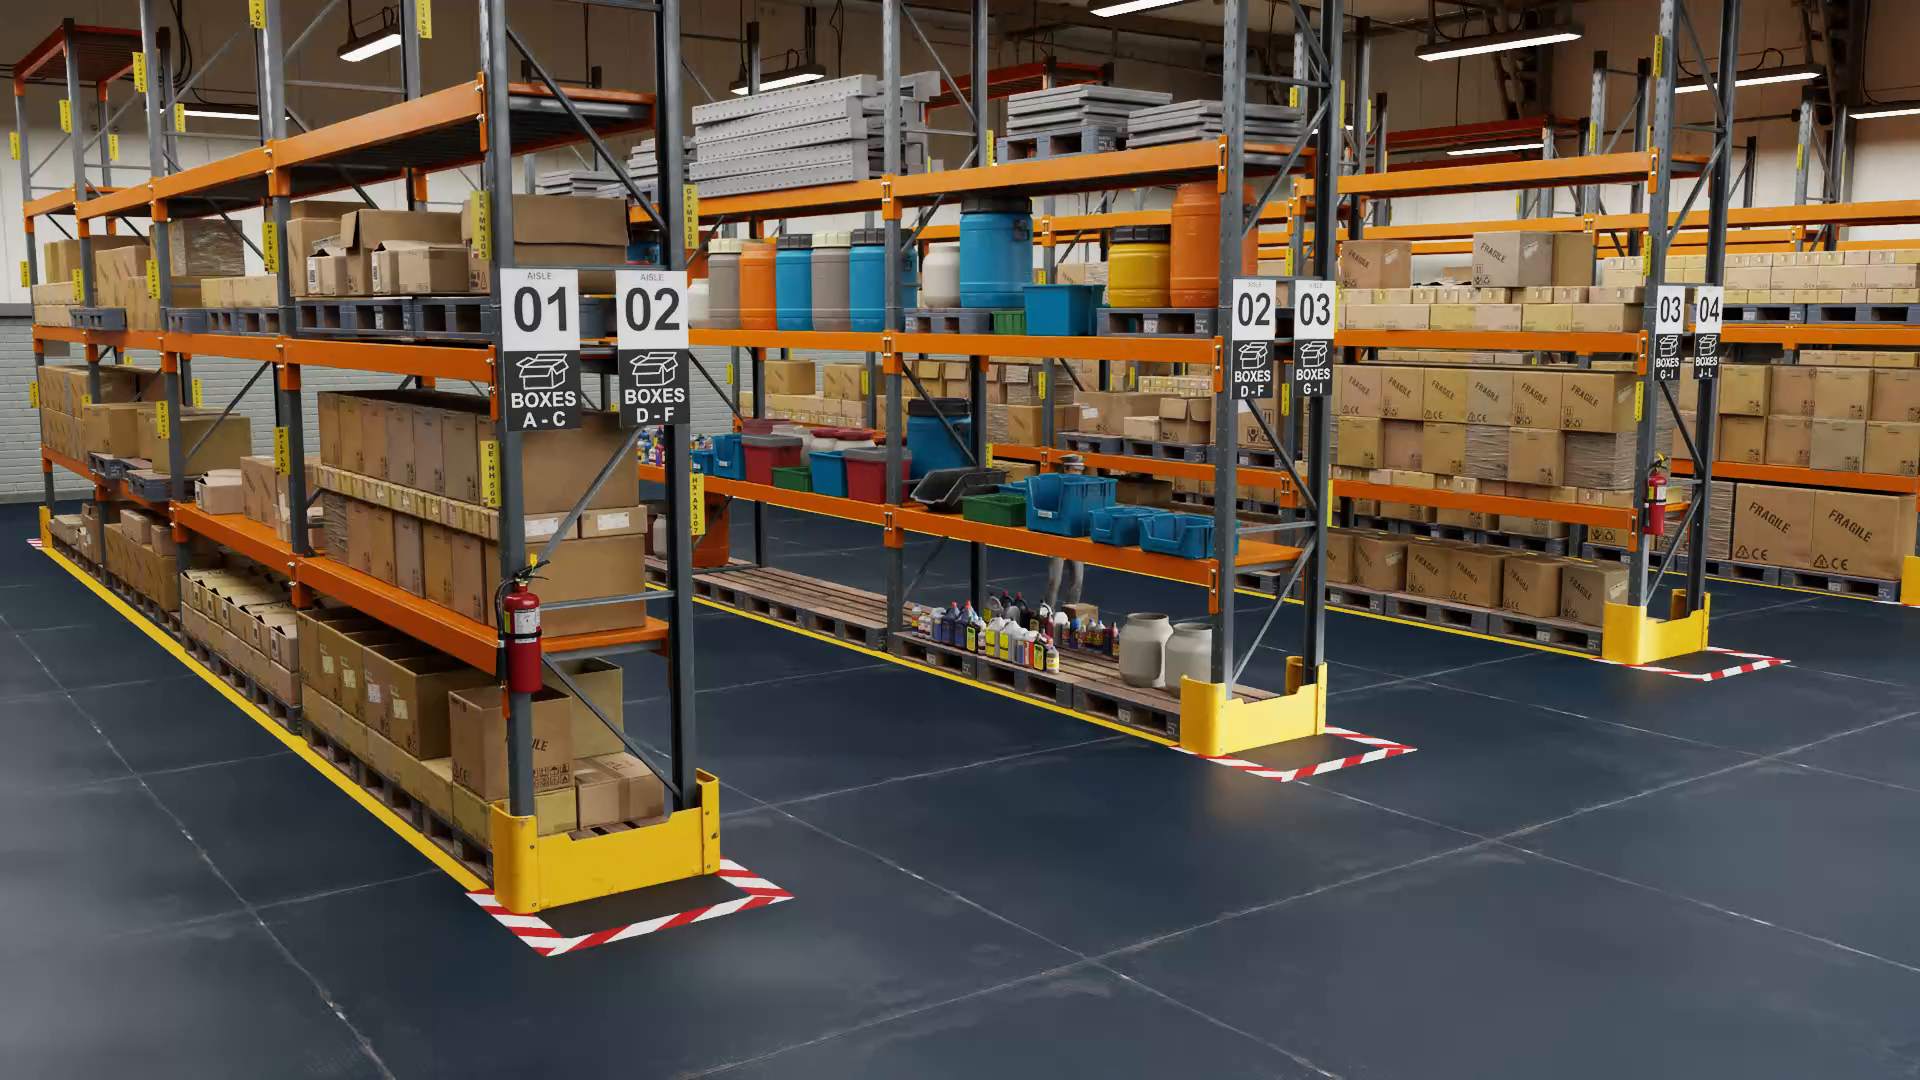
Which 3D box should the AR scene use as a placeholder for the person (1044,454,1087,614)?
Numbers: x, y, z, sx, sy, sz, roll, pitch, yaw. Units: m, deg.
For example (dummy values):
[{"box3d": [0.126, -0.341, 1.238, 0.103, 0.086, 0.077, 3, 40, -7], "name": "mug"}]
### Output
[{"box3d": [1.008, 0.014, 15.694, 0.546, 1.664, 0.375, -5, 9, -31], "name": "person"}]
